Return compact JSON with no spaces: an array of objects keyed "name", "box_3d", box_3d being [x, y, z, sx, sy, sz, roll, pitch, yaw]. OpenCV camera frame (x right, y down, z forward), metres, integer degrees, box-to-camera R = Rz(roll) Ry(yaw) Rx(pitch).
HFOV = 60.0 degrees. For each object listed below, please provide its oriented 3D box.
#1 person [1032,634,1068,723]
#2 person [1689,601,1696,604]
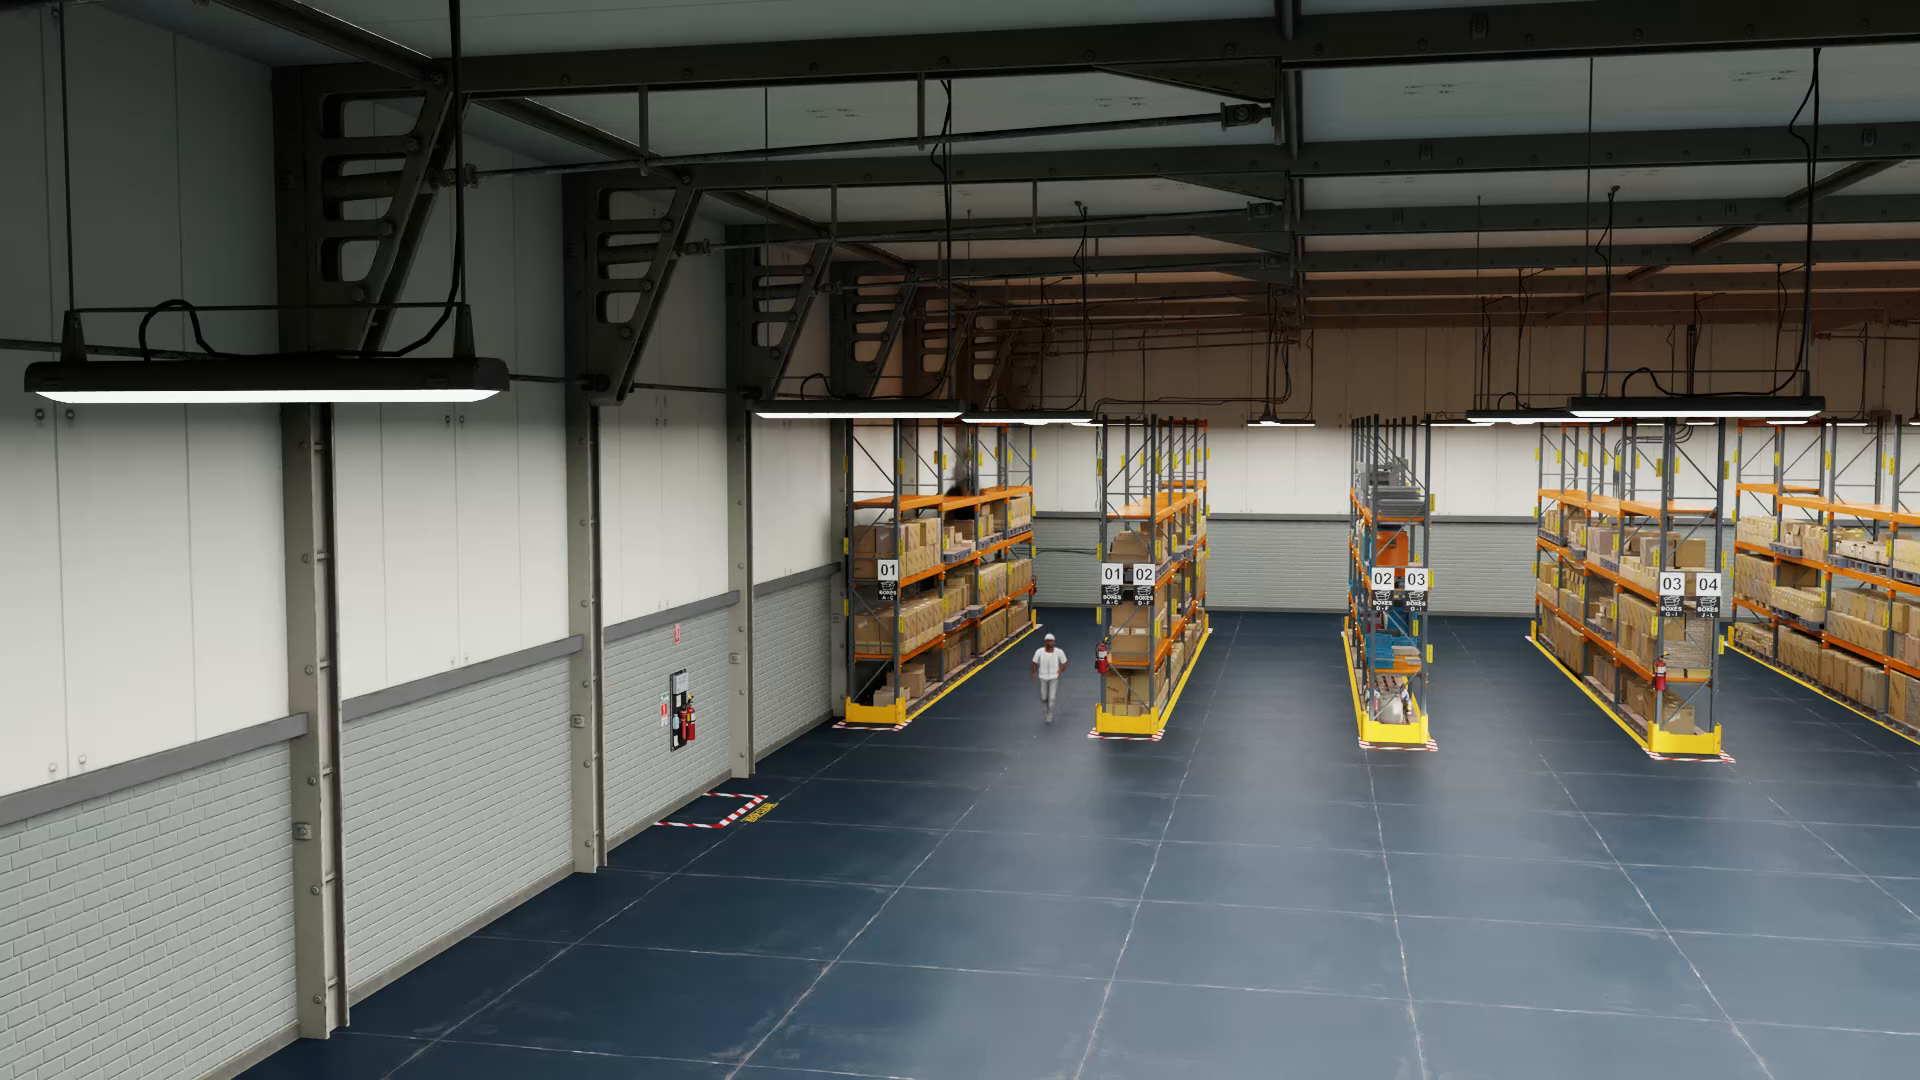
[{"name":"person","box_3d":[1.755,2.694,32.599,0.701,1.720,0.601,0,4,6]},{"name":"person","box_3d":[18.989,2.017,43.382,0.630,1.639,0.553,3,5,34]}]
